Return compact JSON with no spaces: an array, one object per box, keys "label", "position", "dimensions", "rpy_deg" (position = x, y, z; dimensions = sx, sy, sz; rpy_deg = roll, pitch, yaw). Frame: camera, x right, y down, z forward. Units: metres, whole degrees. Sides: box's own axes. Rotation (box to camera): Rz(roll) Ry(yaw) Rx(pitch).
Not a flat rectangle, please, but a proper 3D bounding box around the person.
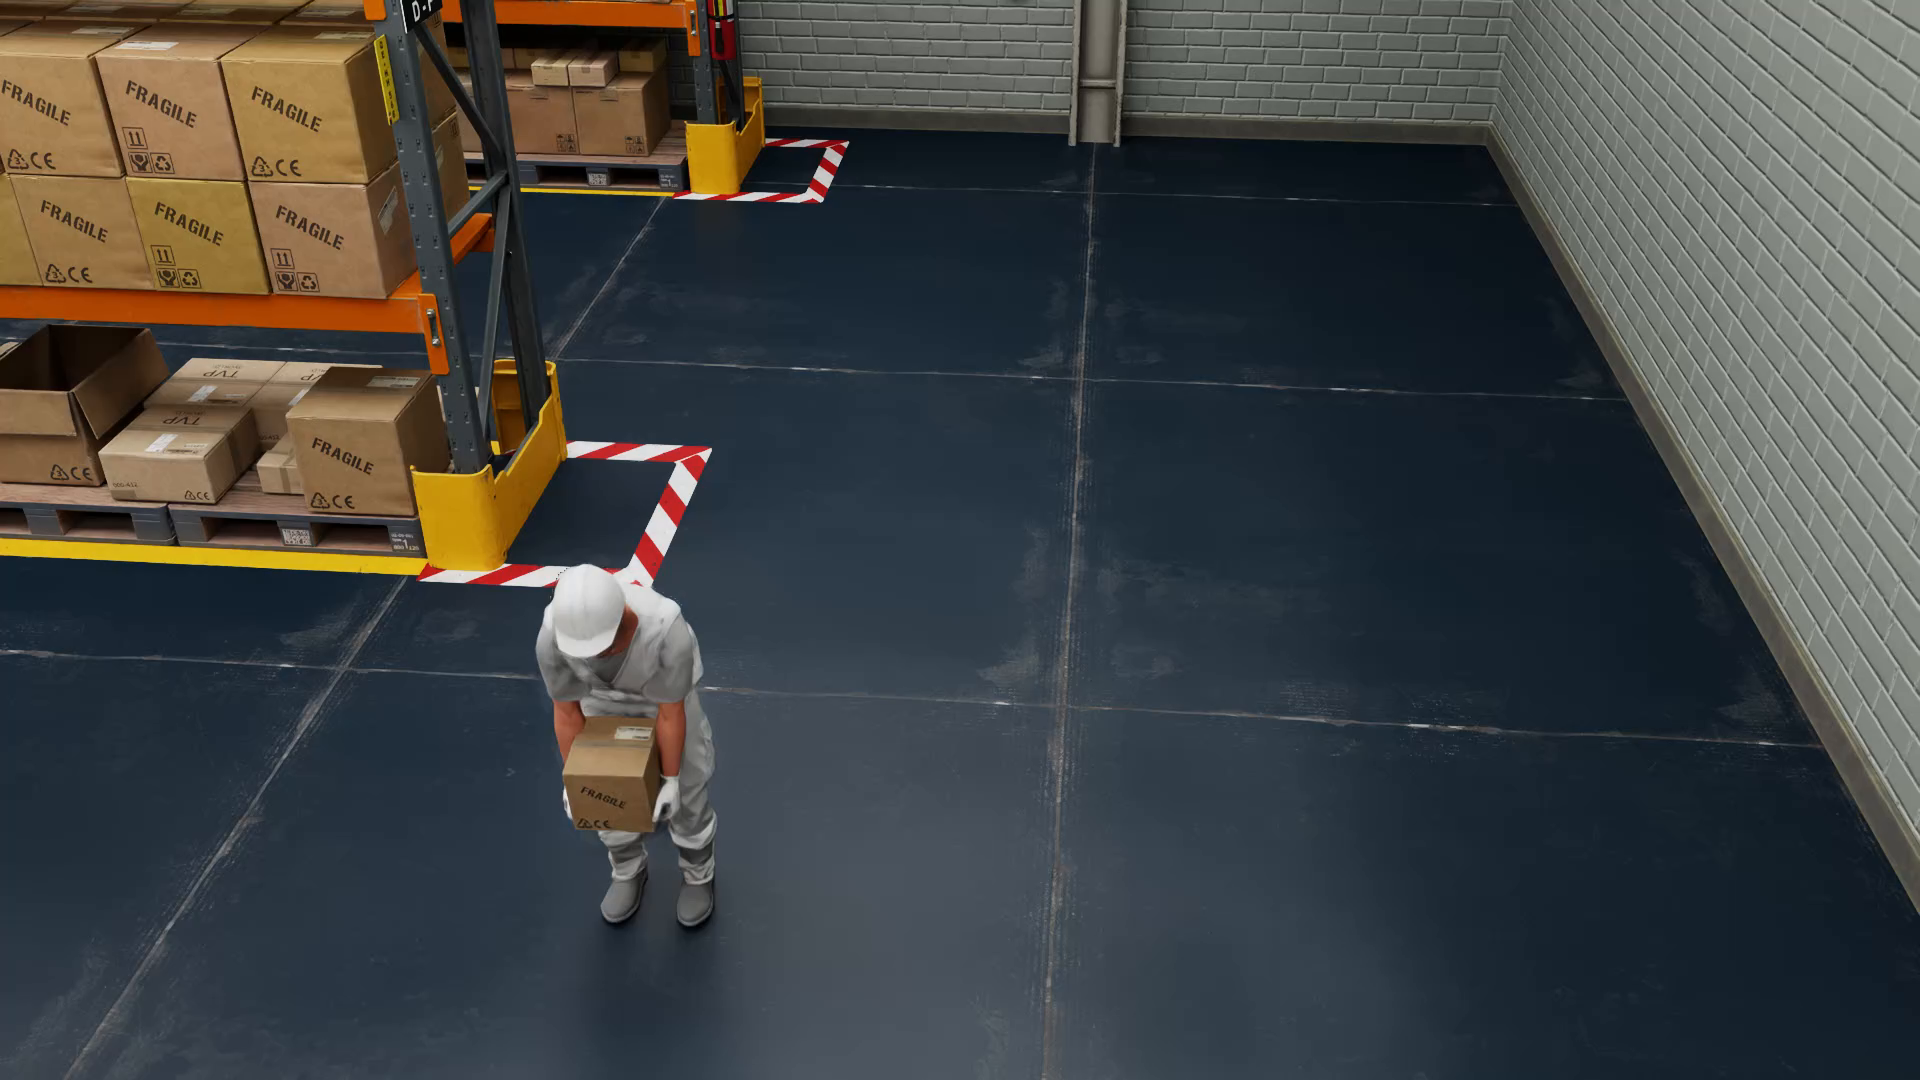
[{"label":"person","position":[-1.043,0.642,5.246],"dimensions":[0.485,1.603,0.770],"rpy_deg":[2,32,3]}]
